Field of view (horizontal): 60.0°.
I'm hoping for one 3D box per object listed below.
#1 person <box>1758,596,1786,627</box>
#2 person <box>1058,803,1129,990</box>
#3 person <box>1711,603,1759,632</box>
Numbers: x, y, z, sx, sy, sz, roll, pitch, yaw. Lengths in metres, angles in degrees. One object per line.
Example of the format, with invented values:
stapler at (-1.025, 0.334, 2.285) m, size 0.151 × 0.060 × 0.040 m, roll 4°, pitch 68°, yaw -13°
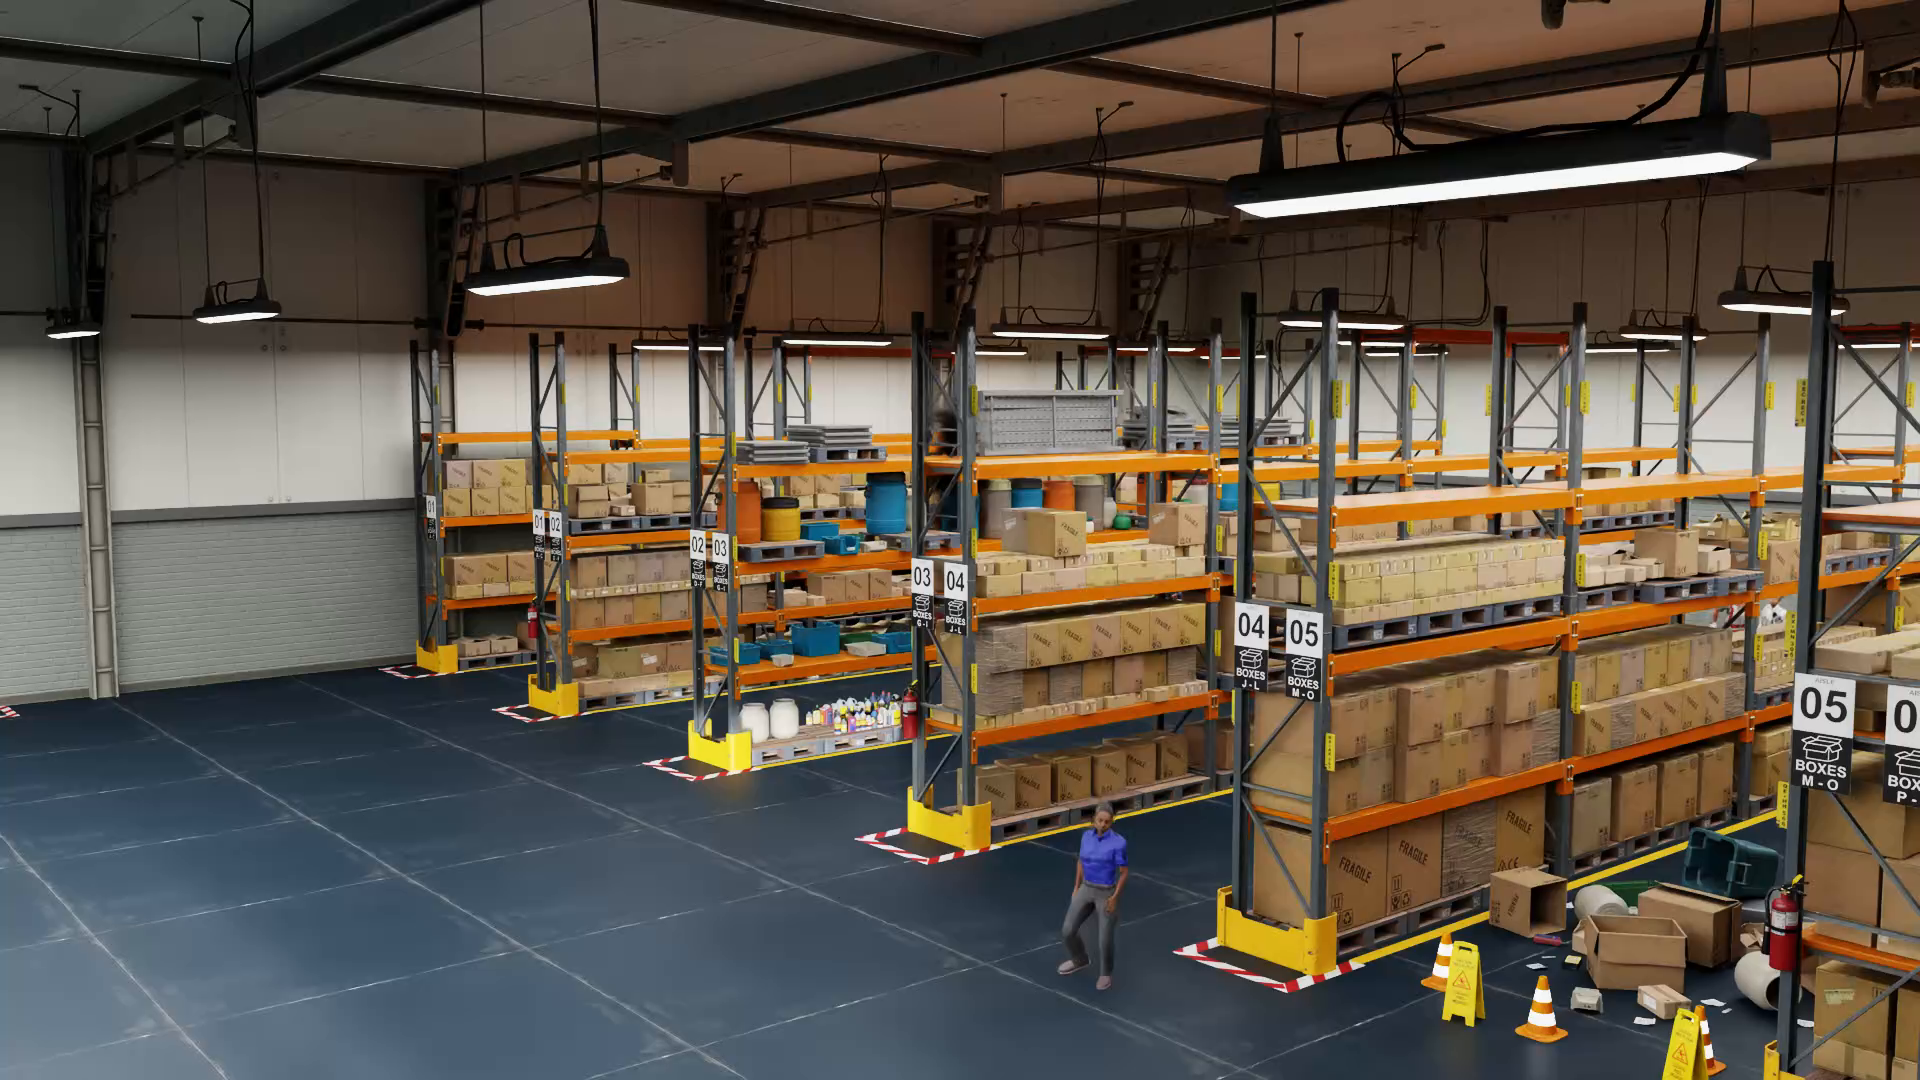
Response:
person at (14.160, 1.678, 28.918) m, size 0.534 × 1.637 × 0.668 m, roll -3°, pitch 6°, yaw -26°
person at (1.116, 3.053, 14.222) m, size 0.705 × 1.652 × 0.600 m, roll 3°, pitch 6°, yaw 27°
person at (13.403, 1.622, 28.768) m, size 0.665 × 1.762 × 0.904 m, roll 0°, pitch 5°, yaw -2°
